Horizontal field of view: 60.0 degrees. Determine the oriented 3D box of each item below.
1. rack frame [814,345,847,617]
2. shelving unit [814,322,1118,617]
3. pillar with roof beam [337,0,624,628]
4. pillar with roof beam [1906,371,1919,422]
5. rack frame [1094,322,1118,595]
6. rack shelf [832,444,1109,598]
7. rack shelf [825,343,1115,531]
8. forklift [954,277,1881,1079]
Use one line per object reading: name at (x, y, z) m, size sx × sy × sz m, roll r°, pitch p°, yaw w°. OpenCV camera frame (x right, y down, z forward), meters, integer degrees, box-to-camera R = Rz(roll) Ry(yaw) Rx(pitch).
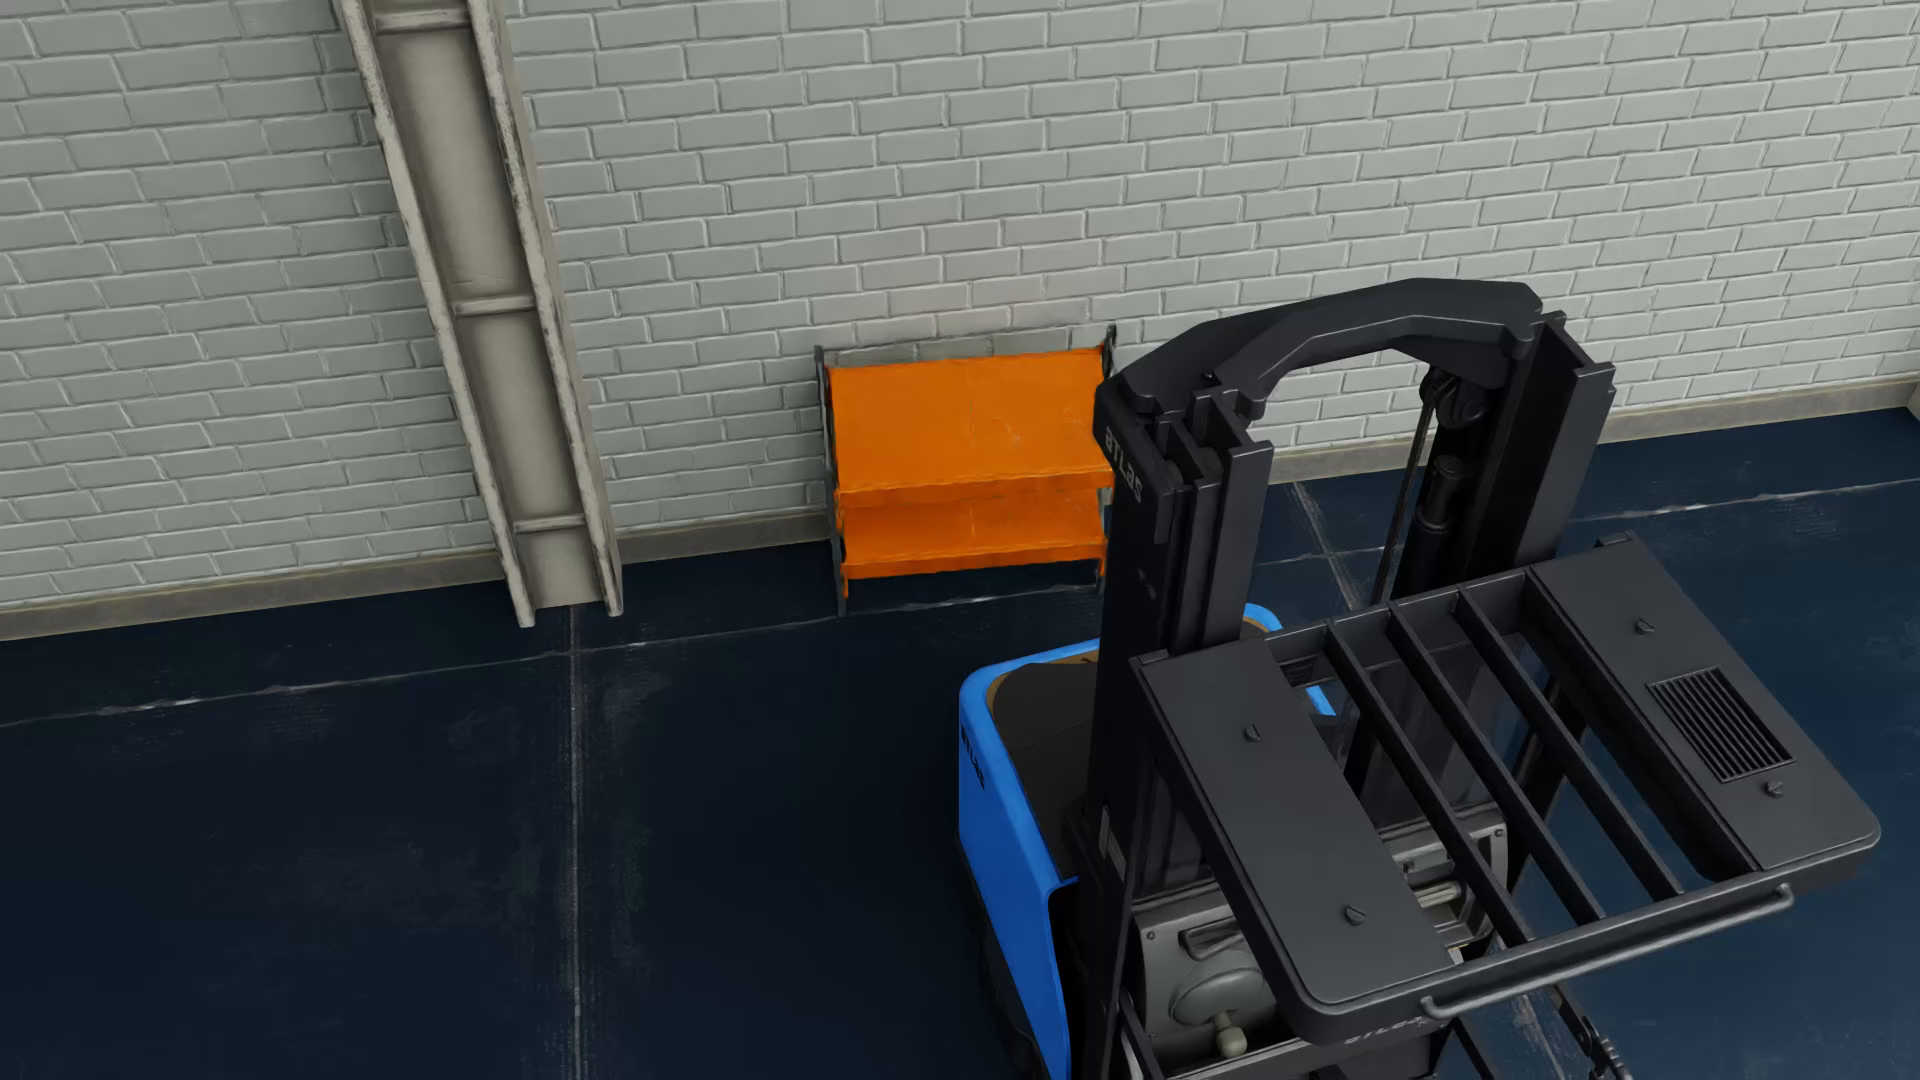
rack frame at (-0.469, -0.184, 6.074) m, size 0.032 × 1.125 × 0.500 m, roll -5°, pitch 62°, yaw -4°
shelving unit at (0.036, -0.227, 6.107) m, size 1.048 × 1.125 × 0.538 m, roll -5°, pitch 62°, yaw -4°
pillar with roof beam at (-0.798, 0.139, 0.367) m, size 0.400 × 9.000 × 9.100 m, roll -7°, pitch 46°, yaw -7°
pillar with roof beam at (5.114, -0.598, 1.077) m, size 0.400 × 9.000 × 9.100 m, roll -7°, pitch 46°, yaw -7°
rack frame at (0.542, -0.270, 6.140) m, size 0.032 × 1.125 × 0.500 m, roll -5°, pitch 62°, yaw -4°
rack shelf at (0.032, -0.113, 6.323) m, size 1.000 × 0.278 × 0.538 m, roll -5°, pitch 62°, yaw -4°
rack shelf at (0.041, -0.364, 5.848) m, size 1.000 × 0.278 × 0.538 m, roll -5°, pitch 62°, yaw -4°
forklift at (0.921, 1.020, 3.732) m, size 1.130 × 2.935 × 3.031 m, roll -13°, pitch 48°, yaw -12°
